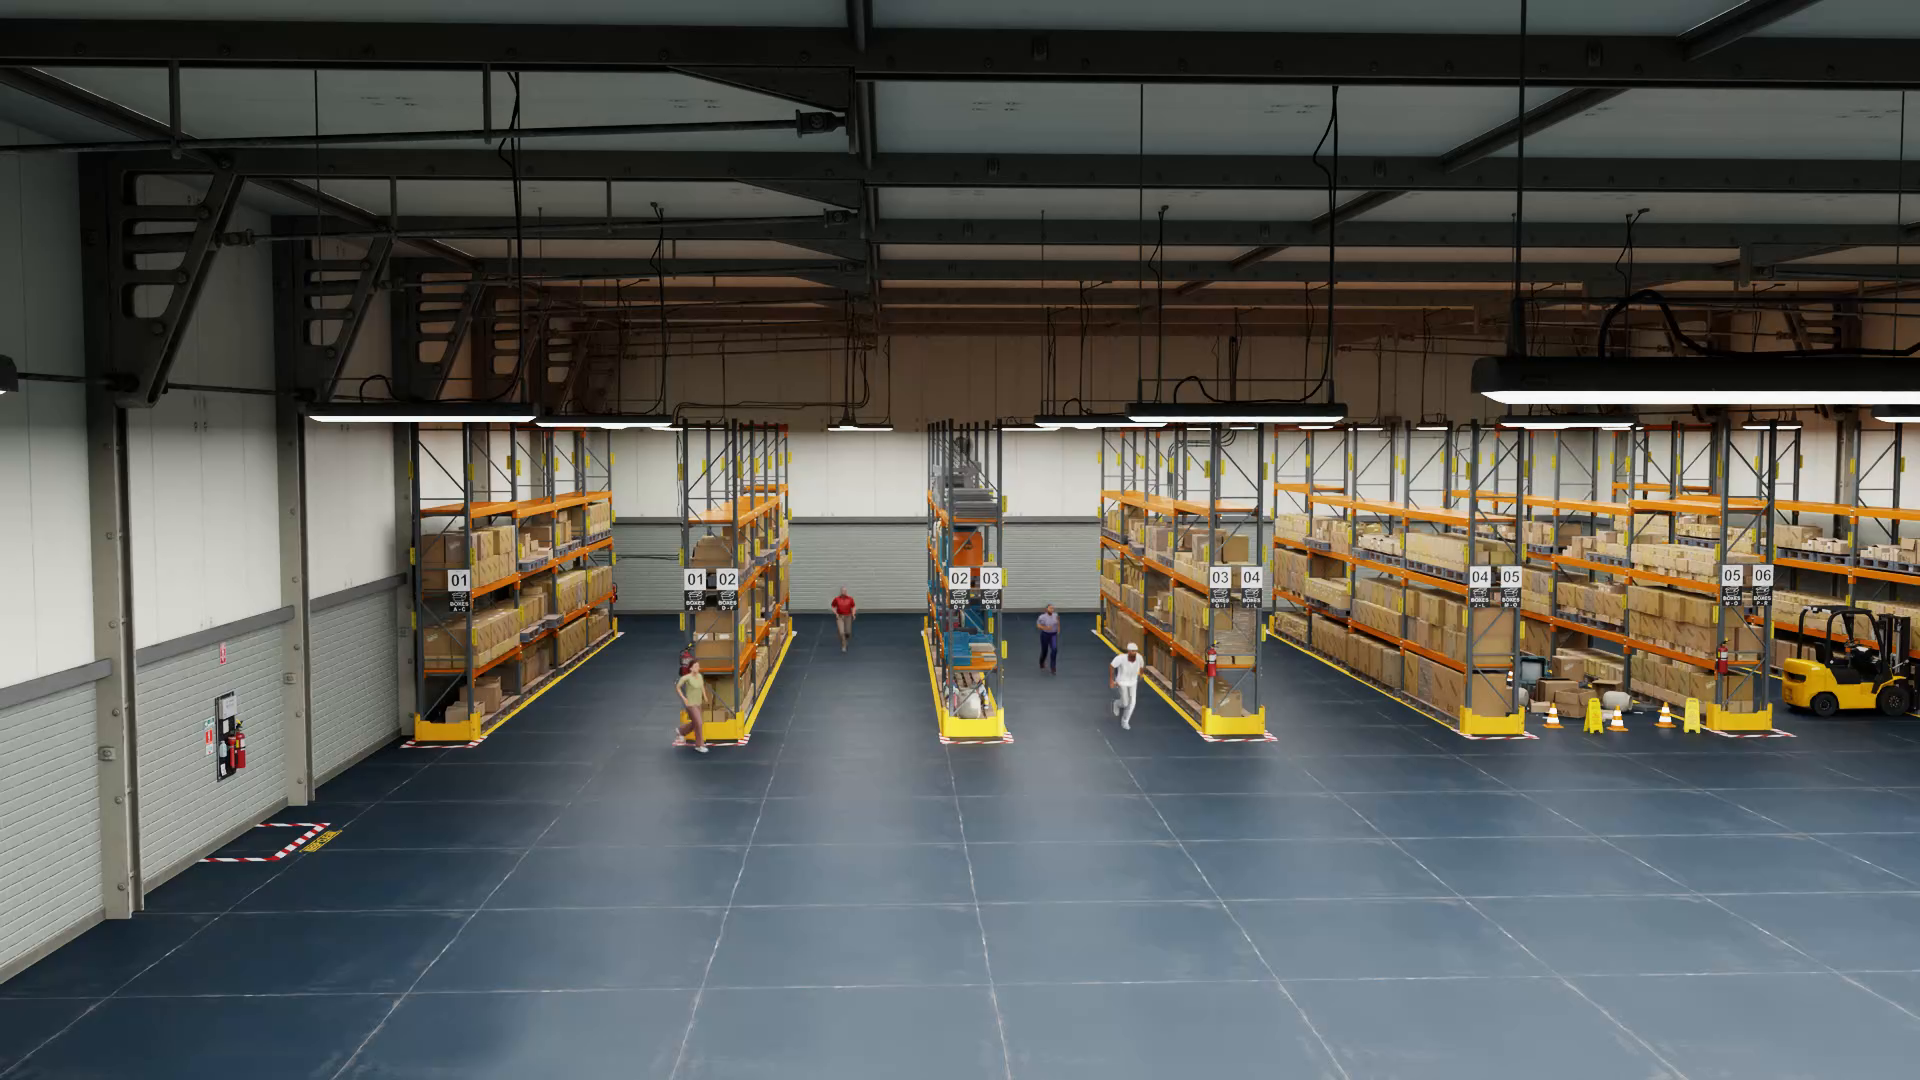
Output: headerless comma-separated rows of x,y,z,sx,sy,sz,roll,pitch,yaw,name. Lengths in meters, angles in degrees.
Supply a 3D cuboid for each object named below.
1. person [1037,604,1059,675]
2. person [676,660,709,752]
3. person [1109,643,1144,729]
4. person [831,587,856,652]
2.114,2.366,39.901,0.628,1.669,0.936,-1,4,-17,person
-4.876,2.982,30.101,0.836,1.654,0.567,3,4,35,person
3.248,2.822,32.440,0.696,1.692,0.831,-2,4,-24,person
-3.076,2.086,43.877,0.664,1.691,0.632,-1,4,-10,person
